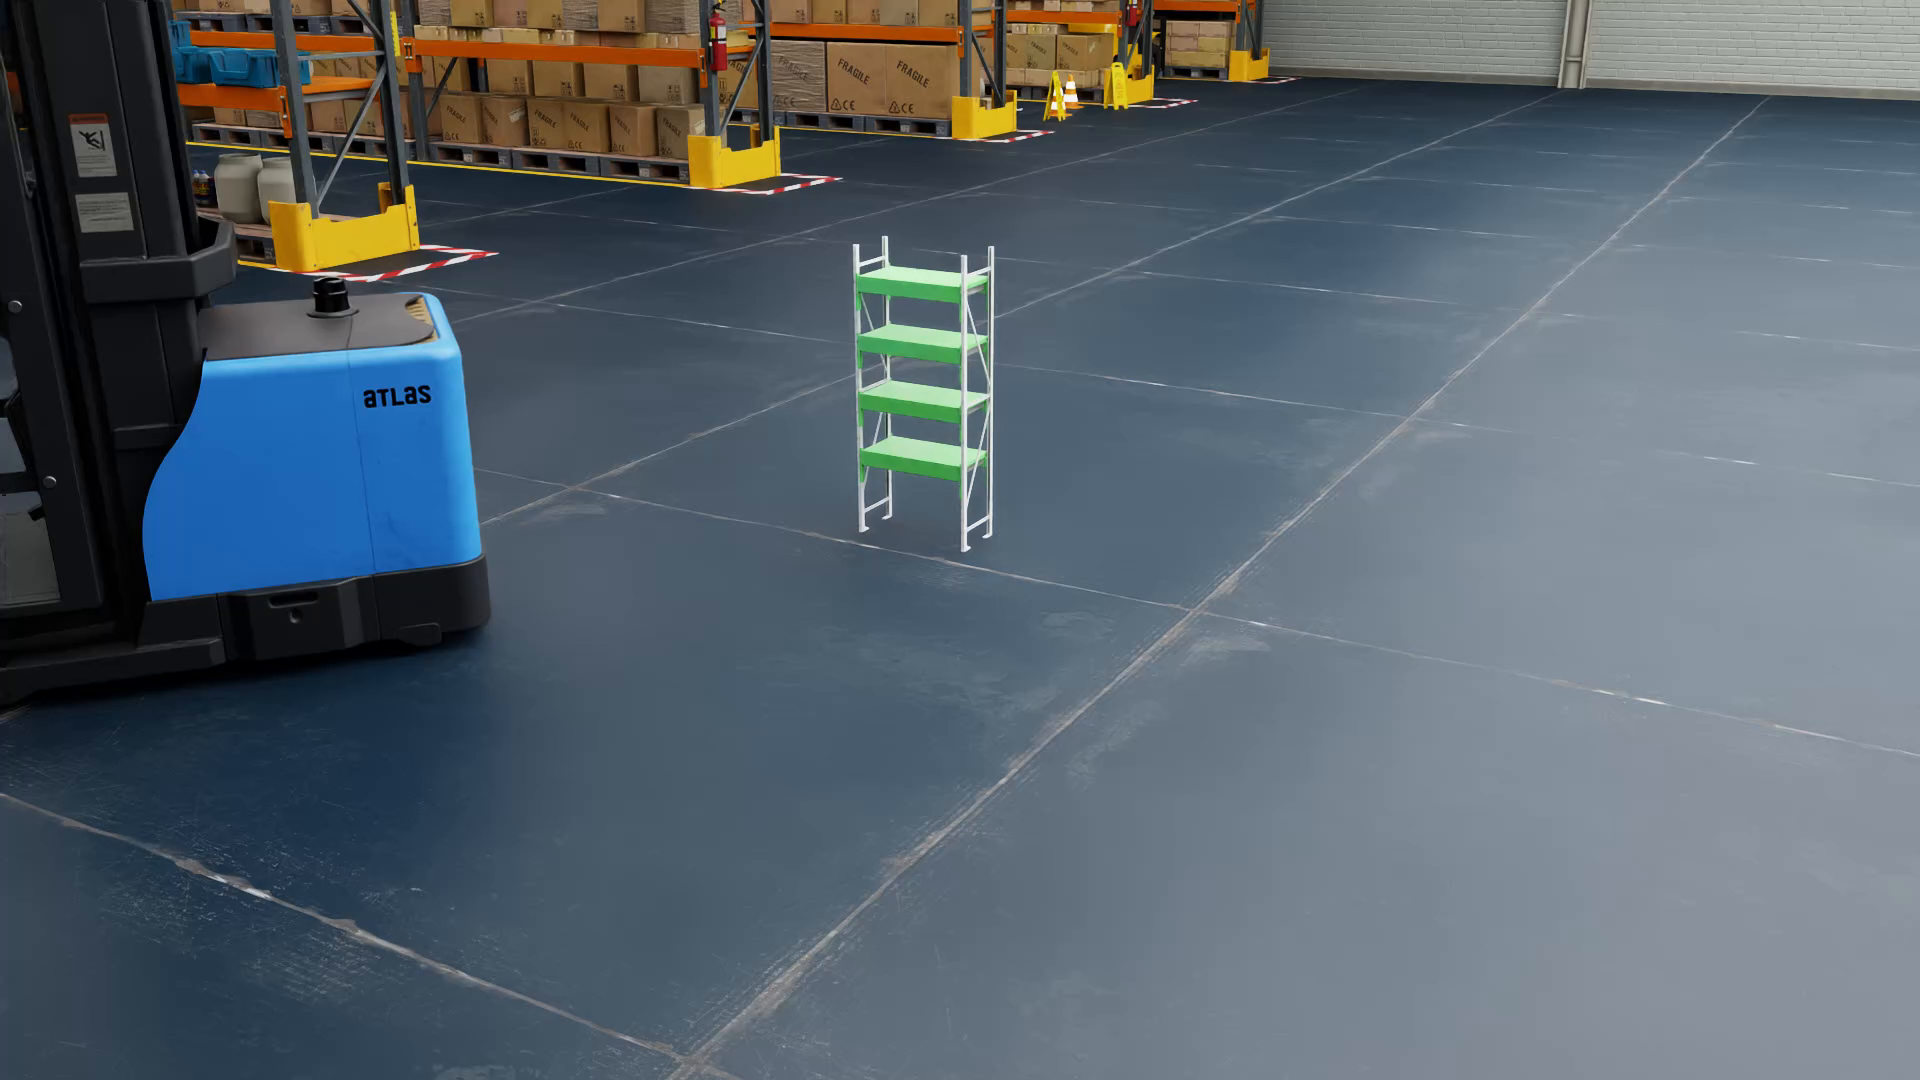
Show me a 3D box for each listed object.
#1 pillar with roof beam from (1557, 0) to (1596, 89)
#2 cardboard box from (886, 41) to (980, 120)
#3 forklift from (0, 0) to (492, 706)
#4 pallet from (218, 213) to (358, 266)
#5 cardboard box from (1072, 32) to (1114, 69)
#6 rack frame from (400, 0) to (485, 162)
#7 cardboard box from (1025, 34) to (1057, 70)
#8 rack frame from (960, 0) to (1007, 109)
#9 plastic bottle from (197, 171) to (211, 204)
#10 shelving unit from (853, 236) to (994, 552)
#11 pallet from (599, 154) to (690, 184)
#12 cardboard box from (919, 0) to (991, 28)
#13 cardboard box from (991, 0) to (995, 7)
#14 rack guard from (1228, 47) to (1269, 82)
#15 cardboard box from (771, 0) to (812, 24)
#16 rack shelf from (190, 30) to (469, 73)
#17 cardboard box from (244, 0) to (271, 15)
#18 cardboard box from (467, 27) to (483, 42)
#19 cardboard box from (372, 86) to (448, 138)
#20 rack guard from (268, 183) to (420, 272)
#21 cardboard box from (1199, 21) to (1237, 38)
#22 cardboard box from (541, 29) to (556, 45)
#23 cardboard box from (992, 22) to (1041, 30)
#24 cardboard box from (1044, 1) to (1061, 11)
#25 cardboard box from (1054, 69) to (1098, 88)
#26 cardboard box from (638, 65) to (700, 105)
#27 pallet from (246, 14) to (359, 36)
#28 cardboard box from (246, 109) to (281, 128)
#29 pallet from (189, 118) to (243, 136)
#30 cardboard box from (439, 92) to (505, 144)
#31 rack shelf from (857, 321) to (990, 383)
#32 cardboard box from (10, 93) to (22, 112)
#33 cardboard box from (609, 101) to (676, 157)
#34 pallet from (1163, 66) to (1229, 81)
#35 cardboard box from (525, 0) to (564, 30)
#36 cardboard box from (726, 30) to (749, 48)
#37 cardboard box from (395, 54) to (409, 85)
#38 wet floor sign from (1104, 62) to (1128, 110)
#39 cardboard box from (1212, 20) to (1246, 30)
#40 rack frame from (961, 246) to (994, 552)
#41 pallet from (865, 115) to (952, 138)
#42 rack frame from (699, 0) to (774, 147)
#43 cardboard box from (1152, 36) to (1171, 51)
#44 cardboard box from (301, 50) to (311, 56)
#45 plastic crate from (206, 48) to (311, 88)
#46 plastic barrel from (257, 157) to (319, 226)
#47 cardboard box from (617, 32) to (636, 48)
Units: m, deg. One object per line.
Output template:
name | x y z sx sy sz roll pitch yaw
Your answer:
pillar with roof beam | 8.003 -10.425 22.407 0.400 9.000 9.100 11 23 27
cardboard box | -0.335 -5.823 21.018 0.875 0.875 0.875 11 23 28
forklift | -3.232 -0.994 5.308 3.031 2.935 1.130 -7 21 -19
pallet | -5.429 -2.421 13.230 1.213 0.211 1.003 11 23 27
cardboard box | 2.025 -7.499 25.456 0.500 0.500 0.500 10 22 26
rack frame | -5.710 -5.736 18.280 0.127 3.000 1.000 11 23 27
cardboard box | 1.332 -7.420 25.239 0.500 0.500 0.500 12 23 29
rack frame | 0.290 -6.531 20.471 0.127 3.000 1.000 11 23 27
plastic bottle | -6.363 -2.972 14.016 0.097 0.271 0.097 0 20 0
shelving unit | -0.145 -0.592 6.736 0.503 1.200 0.258 11 23 27
pallet | -2.976 -3.919 17.358 1.213 0.211 1.003 11 23 27
cardboard box | -0.056 -6.650 20.578 0.550 0.550 0.875 11 23 27
cardboard box | 0.588 -8.172 25.362 0.250 0.149 0.380 11 23 27
rack guard | 5.054 -8.321 29.070 0.348 0.500 1.175 11 23 27
cardboard box | -1.969 -6.999 21.542 0.550 0.550 0.875 11 23 27
rack shelf | -7.456 -5.731 19.320 4.000 0.370 1.077 11 23 27
cardboard box | -7.851 -6.181 19.111 0.500 0.250 0.500 10 22 26
cardboard box | -5.002 -5.376 17.654 0.250 0.149 0.380 11 23 27
cardboard box | -6.235 -4.877 18.931 0.500 0.500 0.700 9 22 23
rack guard | -4.722 -2.420 12.804 0.348 0.500 1.175 11 23 27
cardboard box | 4.479 -8.858 28.837 0.500 0.250 0.500 12 23 29
cardboard box | -4.112 -5.220 17.224 0.250 0.149 0.380 11 23 27
cardboard box | 1.080 -9.330 31.052 0.625 0.625 0.875 12 23 30
cardboard box | 1.456 -7.994 24.872 0.250 0.149 0.380 11 23 28
cardboard box | 1.758 -6.985 25.138 0.500 0.250 0.500 11 23 27
cardboard box | -3.788 -6.413 22.828 0.750 0.750 1.050 11 23 27
pallet | -7.454 -5.994 19.273 1.213 0.211 1.003 11 23 27
cardboard box | -8.117 -5.240 19.931 0.500 0.500 0.700 9 22 23
pallet | -9.853 -5.244 21.013 1.213 0.211 1.003 11 23 27
cardboard box | -5.380 -4.680 18.419 0.500 0.500 0.500 10 22 26
rack shelf | -0.145 -0.757 6.676 0.480 0.148 0.258 11 23 27
cardboard box | -12.125 -6.165 21.962 0.875 0.875 1.225 11 23 27
cardboard box | -3.293 -4.292 17.347 0.500 0.500 0.500 18 27 41
pallet | 4.345 -8.304 29.447 1.213 0.211 1.003 11 23 27
cardboard box | -4.026 -5.588 17.288 0.500 0.500 0.875 11 23 27
cardboard box | -2.350 -5.072 16.816 0.250 0.149 0.380 11 23 27
cardboard box | -8.318 -7.086 25.051 0.500 0.500 0.500 10 22 25
wet floor sign | 2.259 -6.565 24.016 0.267 0.644 0.232 -16 26 -38
cardboard box | 4.706 -9.011 29.258 0.500 0.250 0.500 10 22 26
rack frame | 0.069 -0.551 6.625 0.015 1.200 0.240 11 23 27
pallet | -0.447 -5.330 21.249 1.213 0.211 1.003 11 23 27
rack frame | -2.218 -5.071 16.447 0.127 3.000 1.000 11 23 27
cardboard box | 3.562 -8.794 29.392 0.500 0.250 0.500 10 22 26
cardboard box | -10.386 -7.783 26.613 0.250 0.149 0.380 12 23 29
plastic crate | -5.216 -3.521 12.391 0.616 0.251 0.499 11 23 27
plastic barrel | -5.245 -2.711 12.973 0.421 0.512 0.421 0 20 0
cardboard box | -3.239 -5.053 16.766 0.250 0.149 0.380 11 23 27
